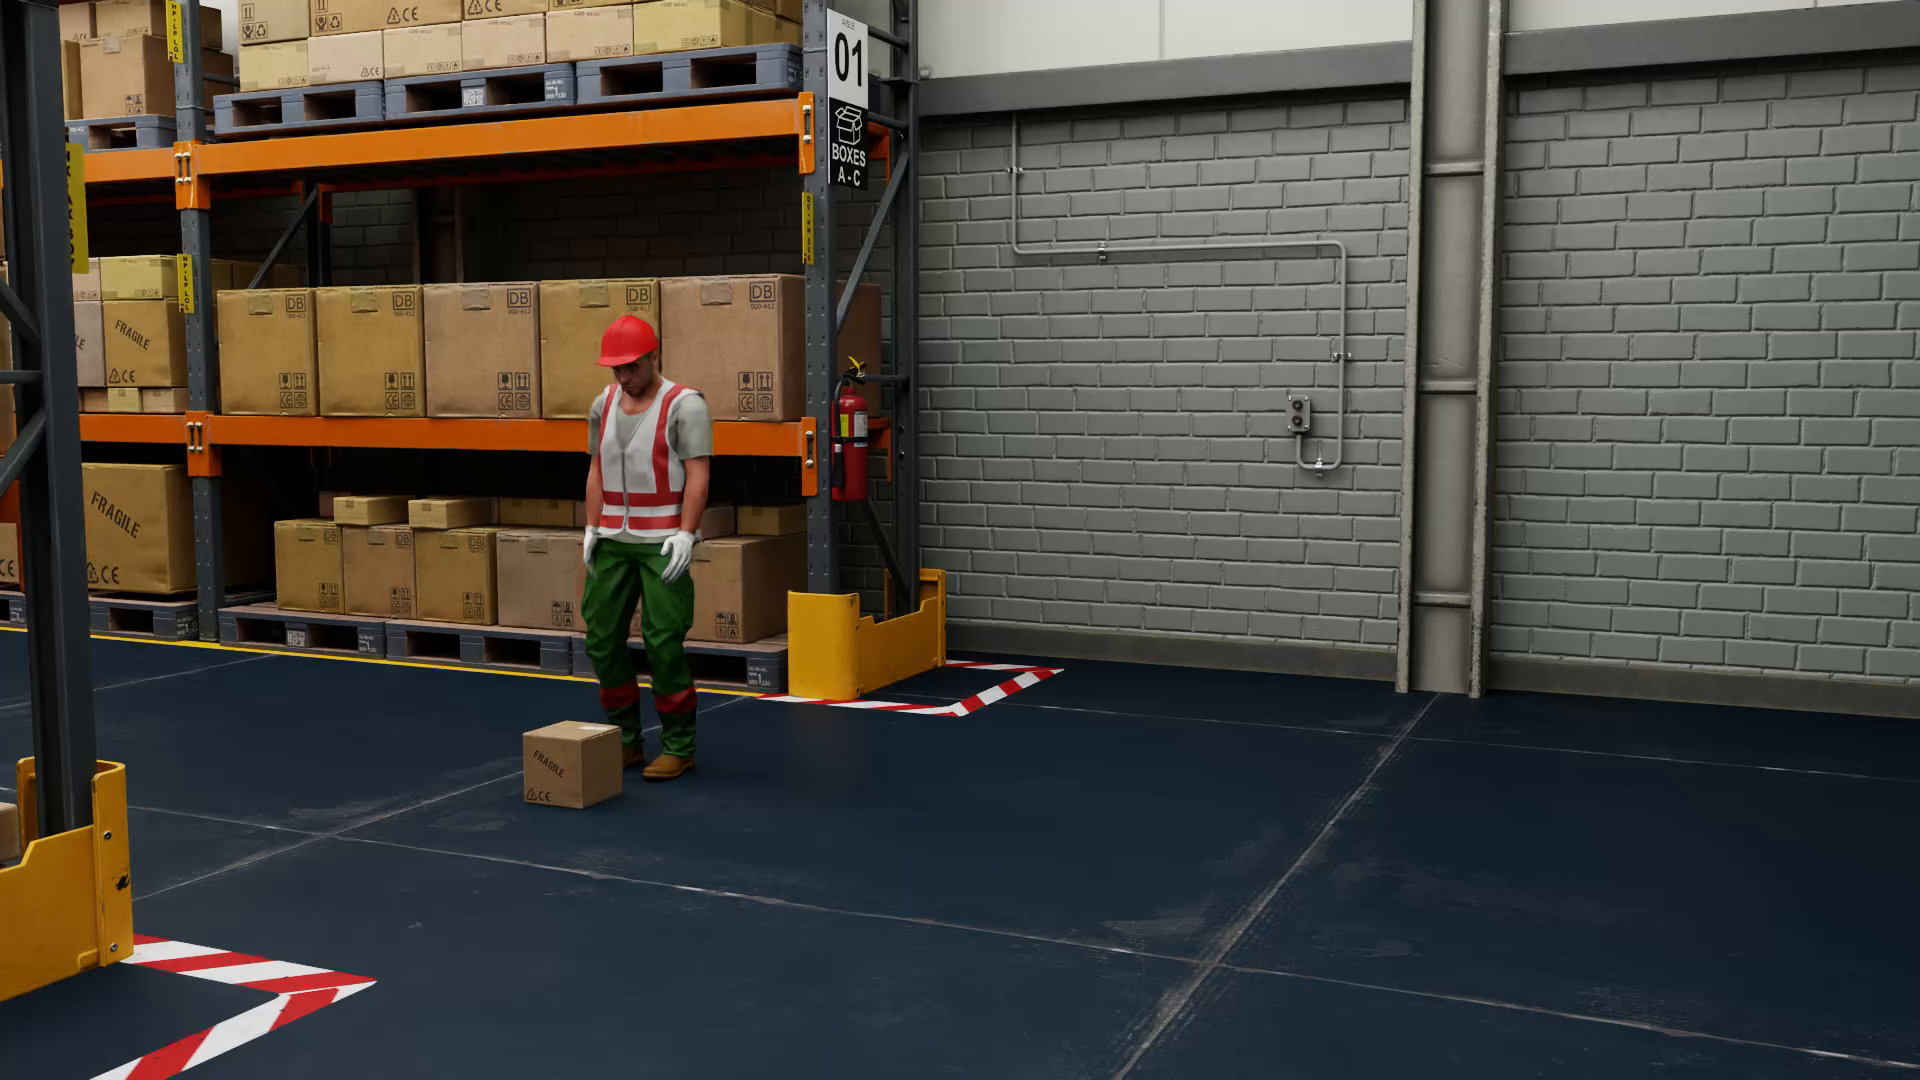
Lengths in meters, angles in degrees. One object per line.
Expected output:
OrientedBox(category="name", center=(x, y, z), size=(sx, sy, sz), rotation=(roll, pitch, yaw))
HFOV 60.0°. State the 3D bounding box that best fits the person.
OrientedBox(category="person", center=(-1.196, 0.028, 6.310), size=(0.541, 1.744, 0.443), rotation=(3, 6, 25))
